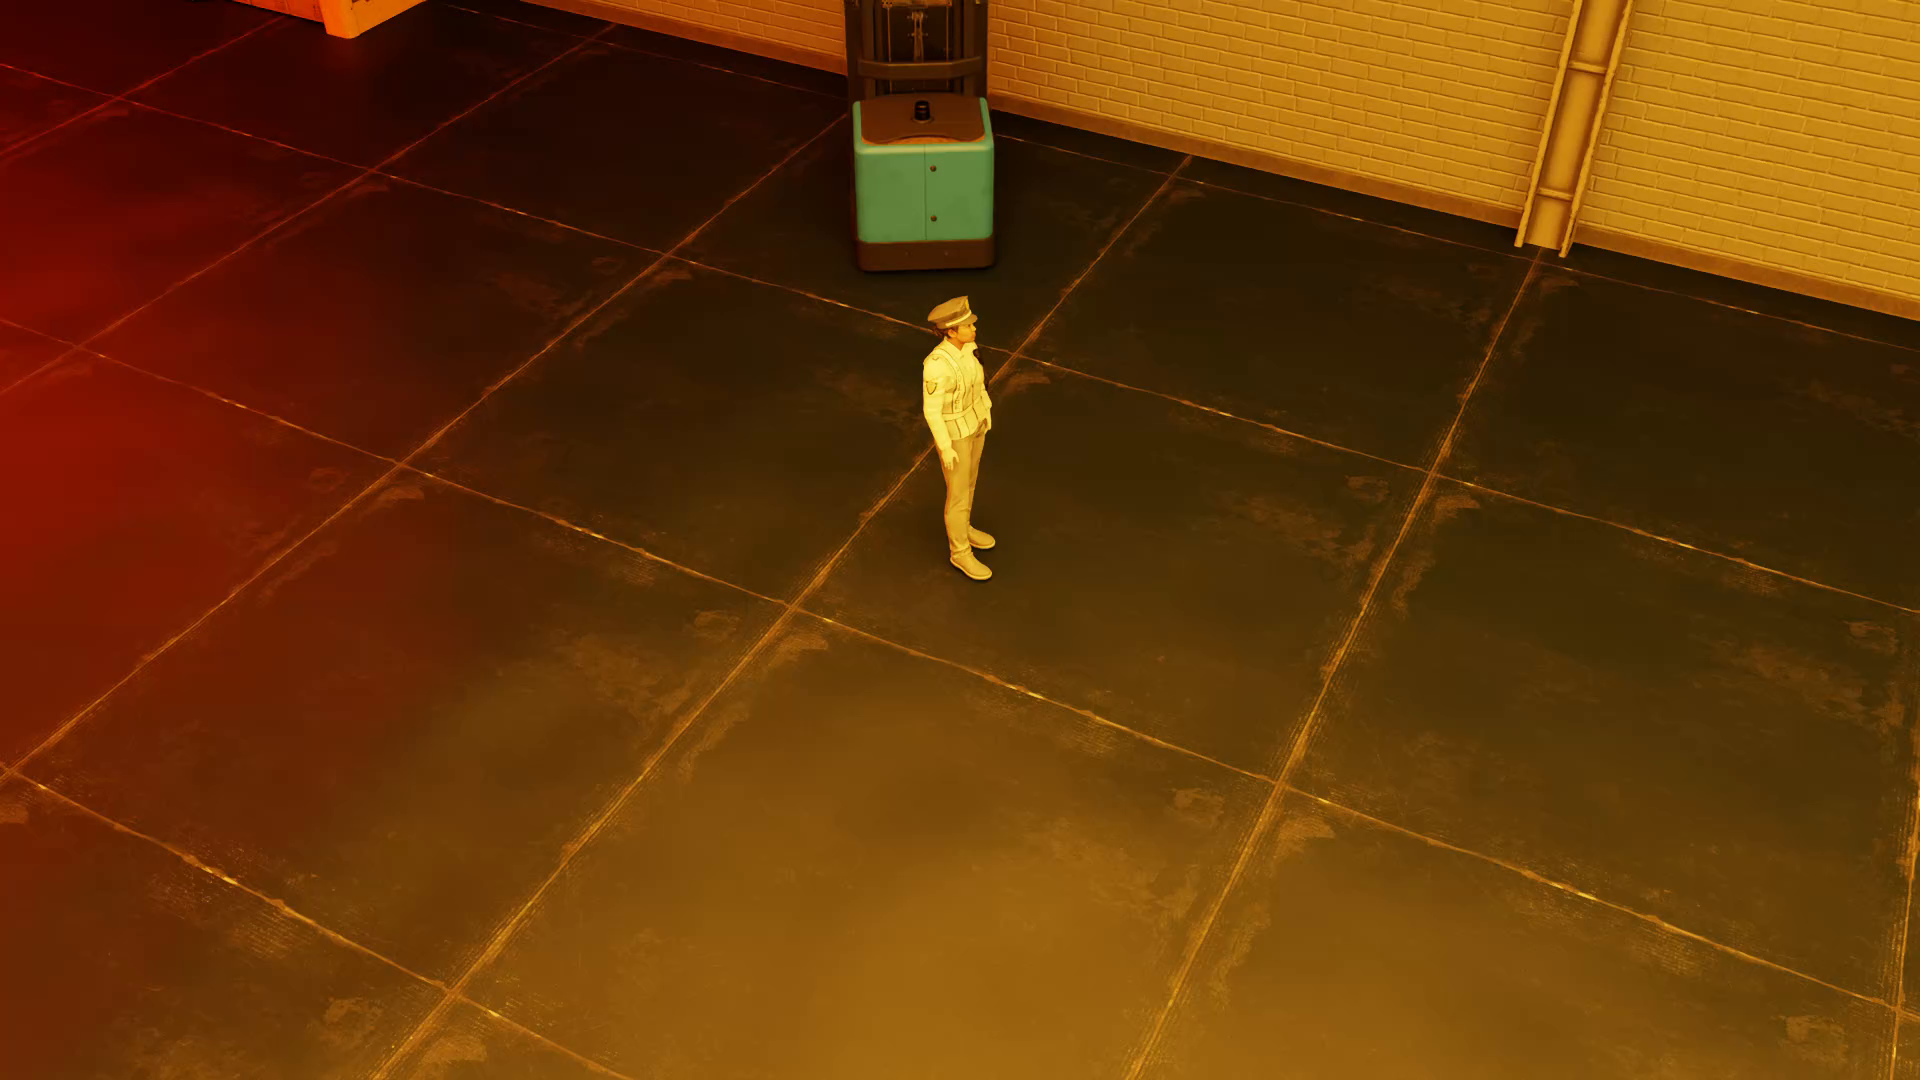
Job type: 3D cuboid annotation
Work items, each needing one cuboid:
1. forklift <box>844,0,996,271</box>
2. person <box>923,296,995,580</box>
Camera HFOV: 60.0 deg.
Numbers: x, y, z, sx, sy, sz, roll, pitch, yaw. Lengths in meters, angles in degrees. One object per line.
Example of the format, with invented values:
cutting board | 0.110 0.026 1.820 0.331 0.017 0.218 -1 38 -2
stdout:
forklift | -0.348 -4.087 12.840 1.130 2.935 3.031 -2 40 -3
person | 0.056 -0.630 9.683 0.533 1.696 0.588 18 43 21
